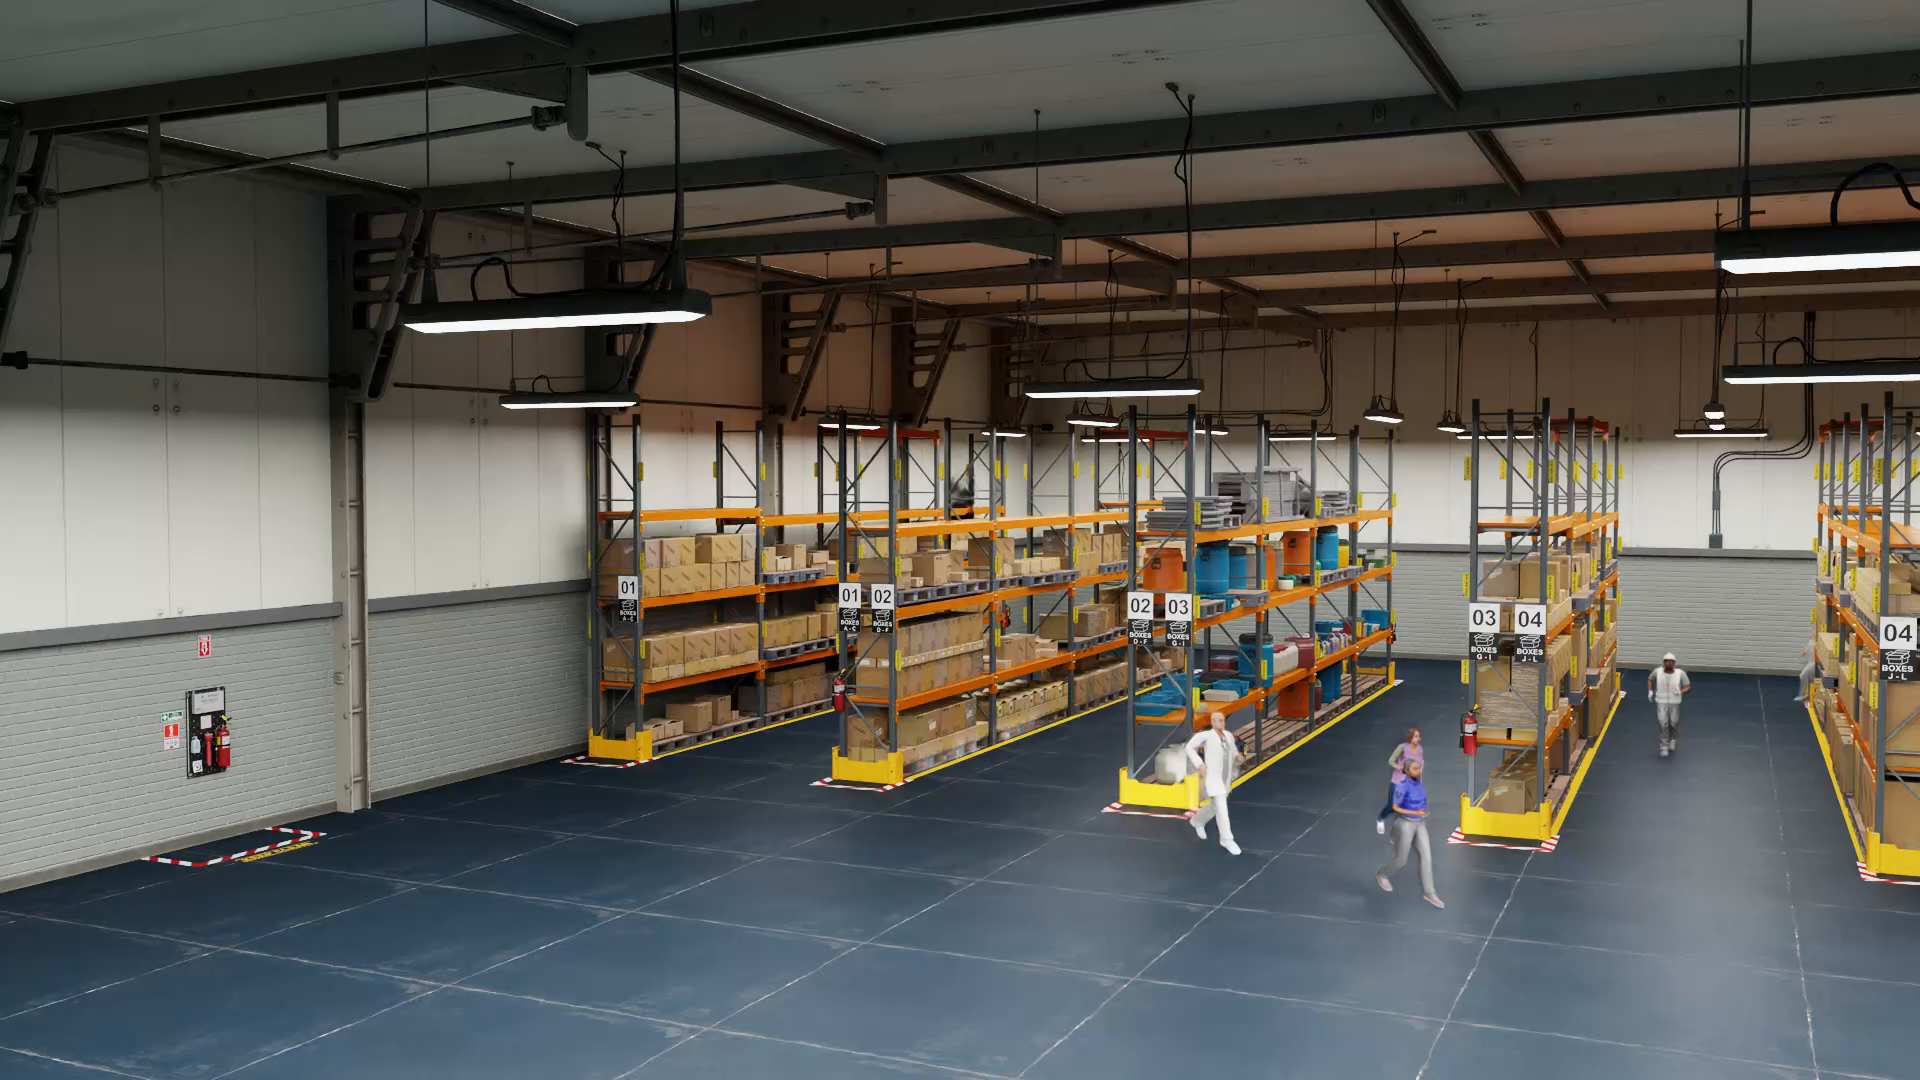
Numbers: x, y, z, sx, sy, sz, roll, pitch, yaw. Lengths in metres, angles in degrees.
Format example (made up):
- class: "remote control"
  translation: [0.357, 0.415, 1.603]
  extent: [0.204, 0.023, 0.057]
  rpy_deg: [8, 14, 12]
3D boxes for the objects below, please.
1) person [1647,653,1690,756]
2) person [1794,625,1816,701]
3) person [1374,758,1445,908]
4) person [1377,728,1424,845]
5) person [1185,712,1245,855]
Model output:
- class: "person"
  translation: [12.515, 2.883, 29.370]
  extent: [0.700, 1.778, 0.913]
  rpy_deg: [1, 3, 22]
- class: "person"
  translation: [18.641, 2.690, 36.241]
  extent: [0.760, 1.687, 0.646]
  rpy_deg: [0, 2, 1]
- class: "person"
  translation: [5.213, 3.368, 19.313]
  extent: [0.583, 1.651, 0.939]
  rpy_deg: [-2, 3, -33]
- class: "person"
  translation: [6.009, 3.300, 22.416]
  extent: [0.572, 1.560, 0.845]
  rpy_deg: [0, 2, -5]
- class: "person"
  translation: [3.408, 3.187, 22.116]
  extent: [0.702, 1.806, 1.036]
  rpy_deg: [-2, 3, -37]
